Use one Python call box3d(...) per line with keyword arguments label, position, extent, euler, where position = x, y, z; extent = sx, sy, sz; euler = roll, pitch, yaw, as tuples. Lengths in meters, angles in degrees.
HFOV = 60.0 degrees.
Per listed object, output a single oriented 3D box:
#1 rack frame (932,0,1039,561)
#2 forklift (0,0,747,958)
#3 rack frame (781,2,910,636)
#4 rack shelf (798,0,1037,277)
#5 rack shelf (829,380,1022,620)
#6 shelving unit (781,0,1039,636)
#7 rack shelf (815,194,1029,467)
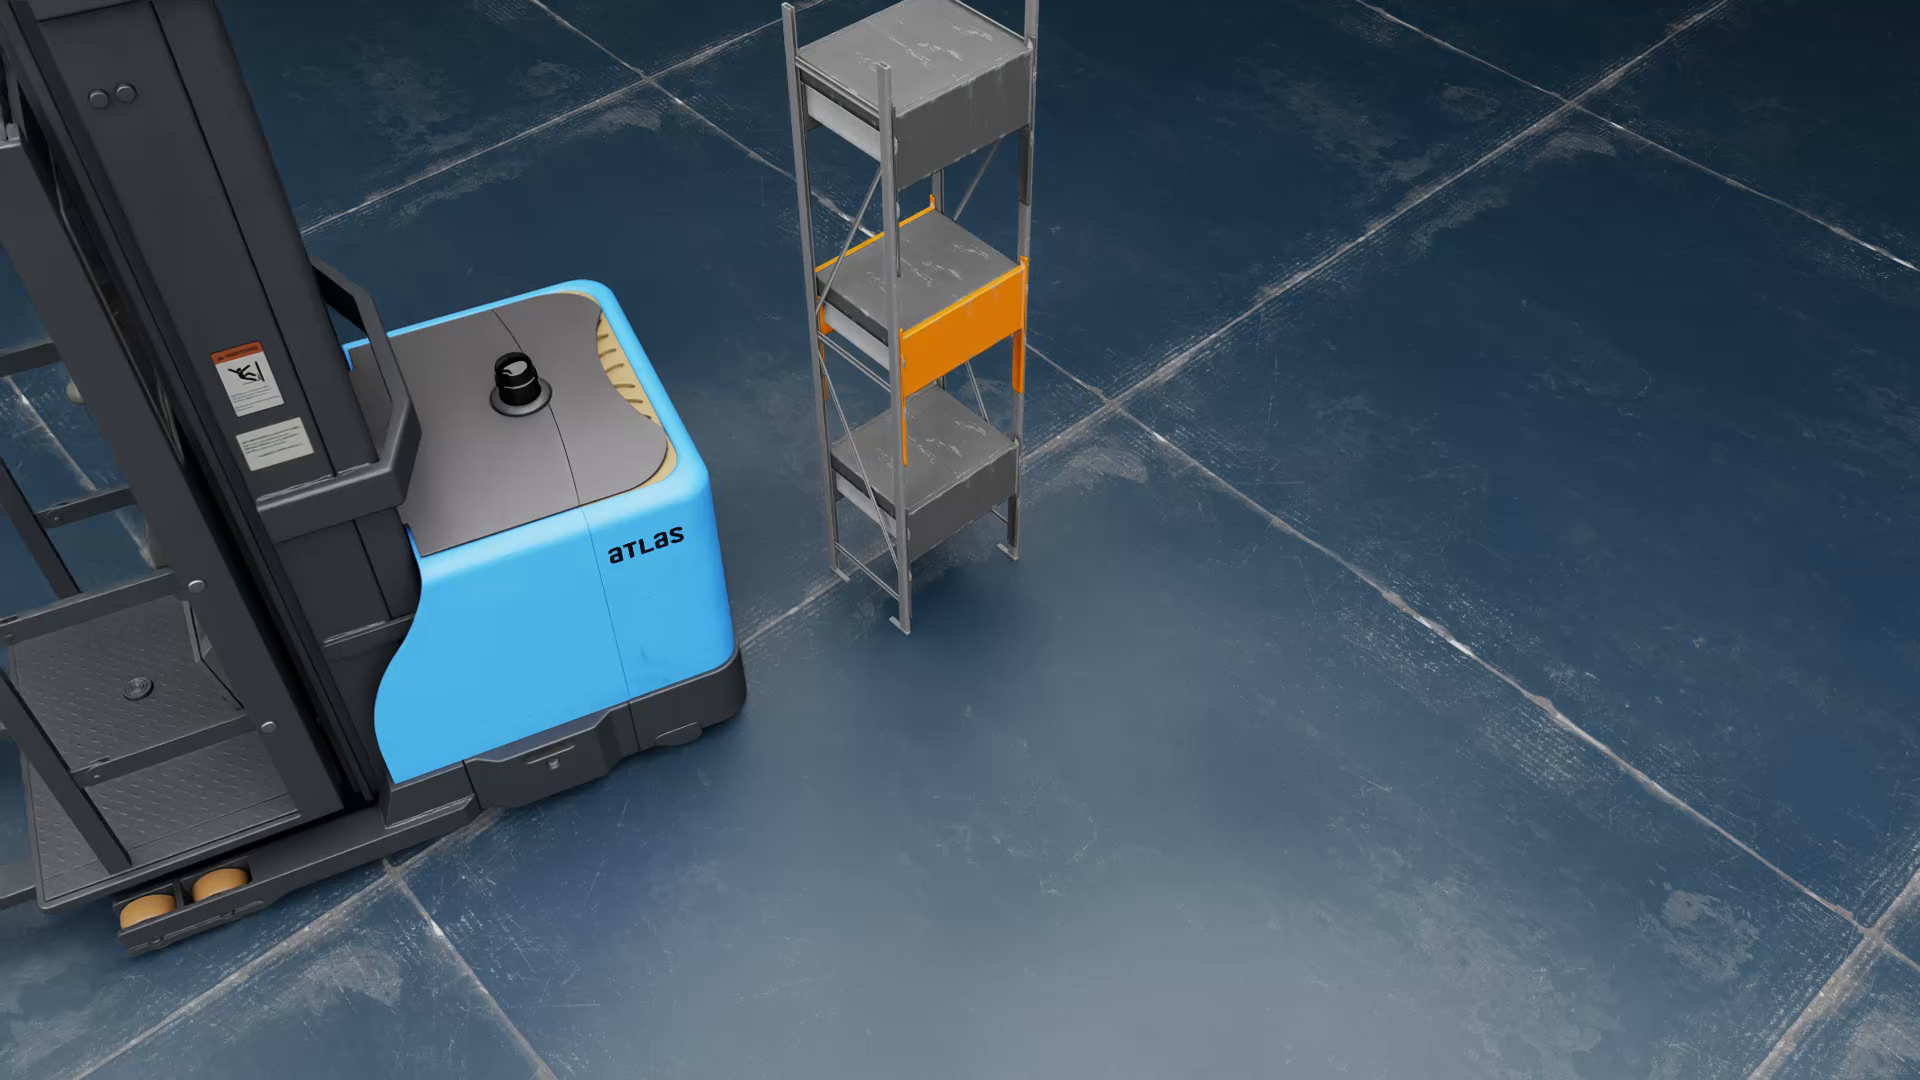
box3d(label="rack frame", position=(0.058, -0.751, 5.014), extent=(0.015, 2.100, 0.400), euler=(-34, 56, -27))
box3d(label="forklift", position=(-2.224, -0.288, 4.021), extent=(3.031, 2.935, 1.130), euler=(-19, 50, -17))
box3d(label="rack frame", position=(-0.303, -0.510, 4.791), extent=(0.015, 2.100, 0.400), euler=(-34, 56, -27))
box3d(label="rack shelf", position=(-0.122, -1.096, 4.398), extent=(0.480, 0.518, 0.431), euler=(-34, 56, -27))
box3d(label="rack shelf", position=(-0.122, -0.146, 5.427), extent=(0.480, 0.518, 0.431), euler=(-34, 56, -27))
box3d(label="shelving unit", position=(-0.122, -0.630, 4.903), extent=(0.503, 2.100, 0.431), euler=(-34, 56, -27))
box3d(label="rack shelf", position=(-0.122, -0.621, 4.913), extent=(0.480, 0.518, 0.431), euler=(-34, 56, -27))
